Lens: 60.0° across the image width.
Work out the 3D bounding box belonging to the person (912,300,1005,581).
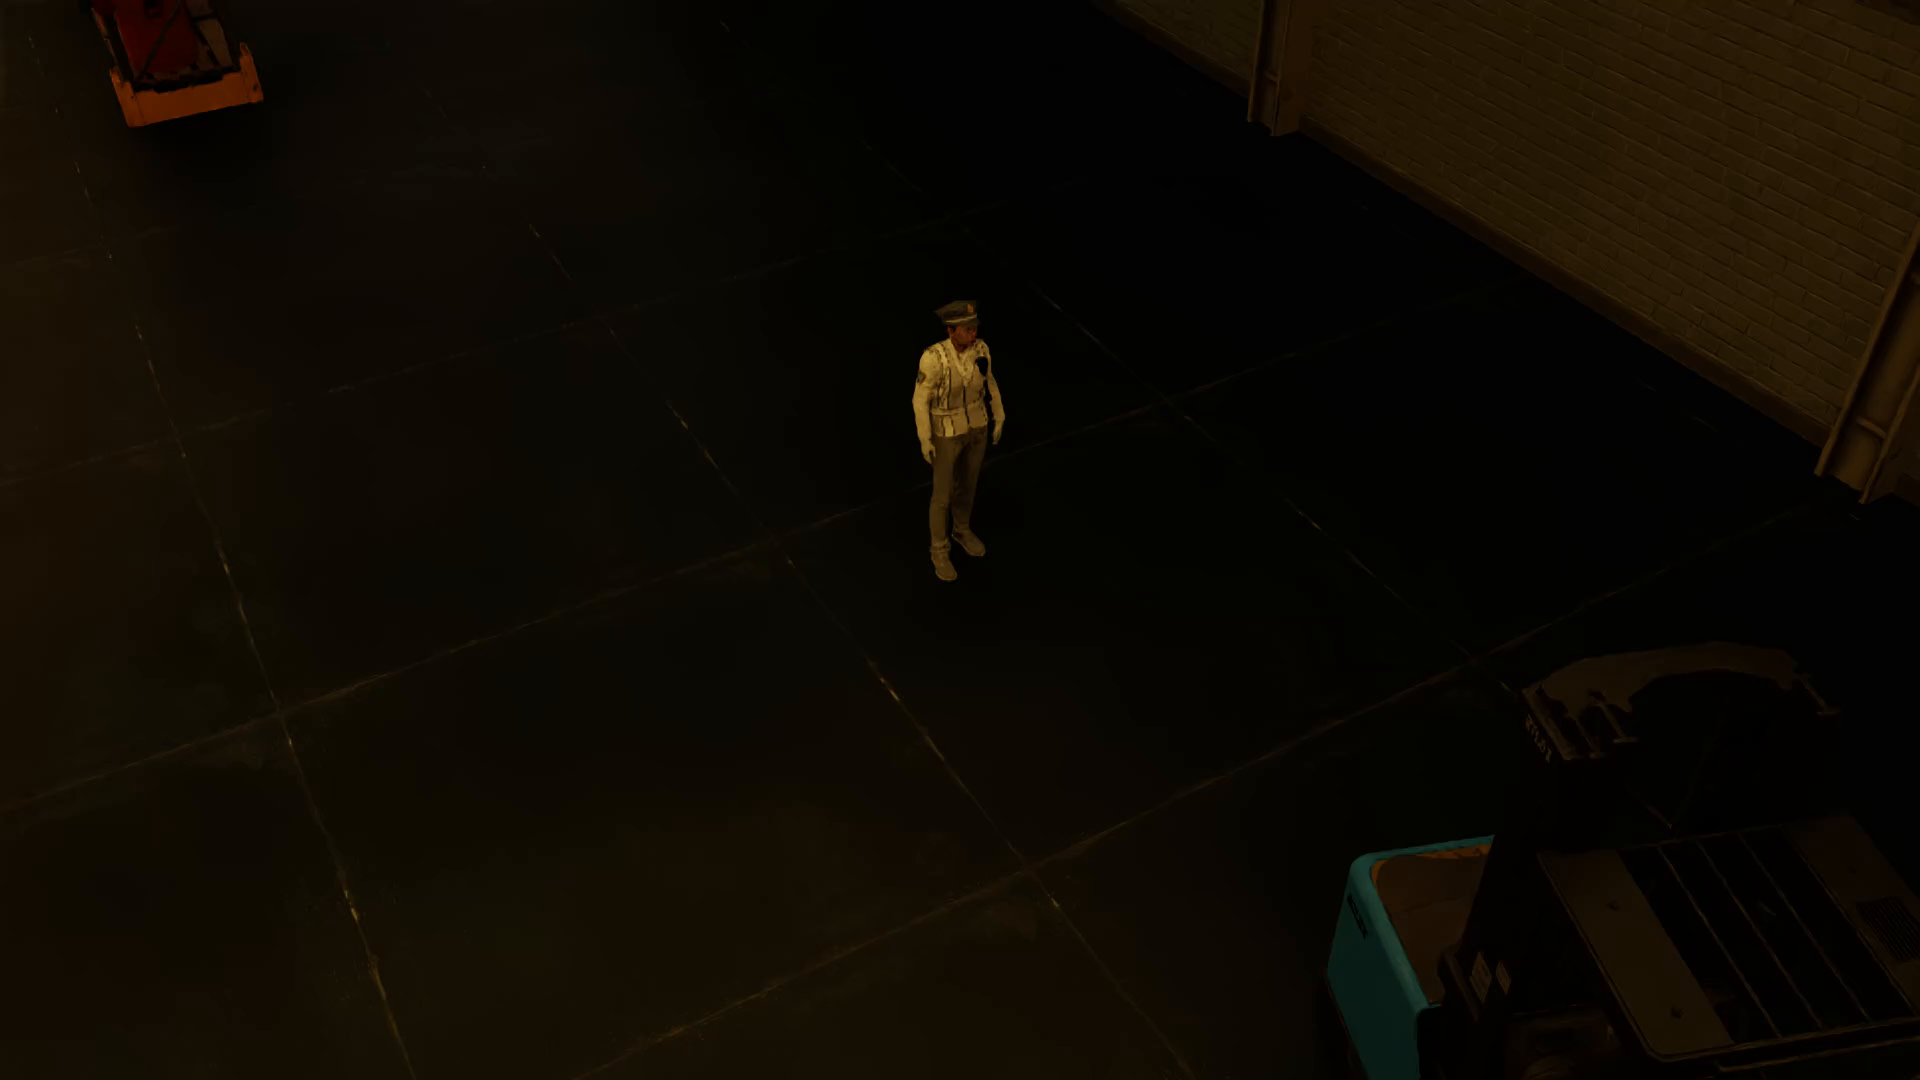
[{"bbox_3d":[0.028,-0.618,9.738,0.586,1.695,0.533,-20,44,-23],"label":"person"}]

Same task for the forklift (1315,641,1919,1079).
[{"bbox_3d":[2.399,1.907,5.737,1.130,2.935,3.031,-7,40,-8],"label":"forklift"}]
